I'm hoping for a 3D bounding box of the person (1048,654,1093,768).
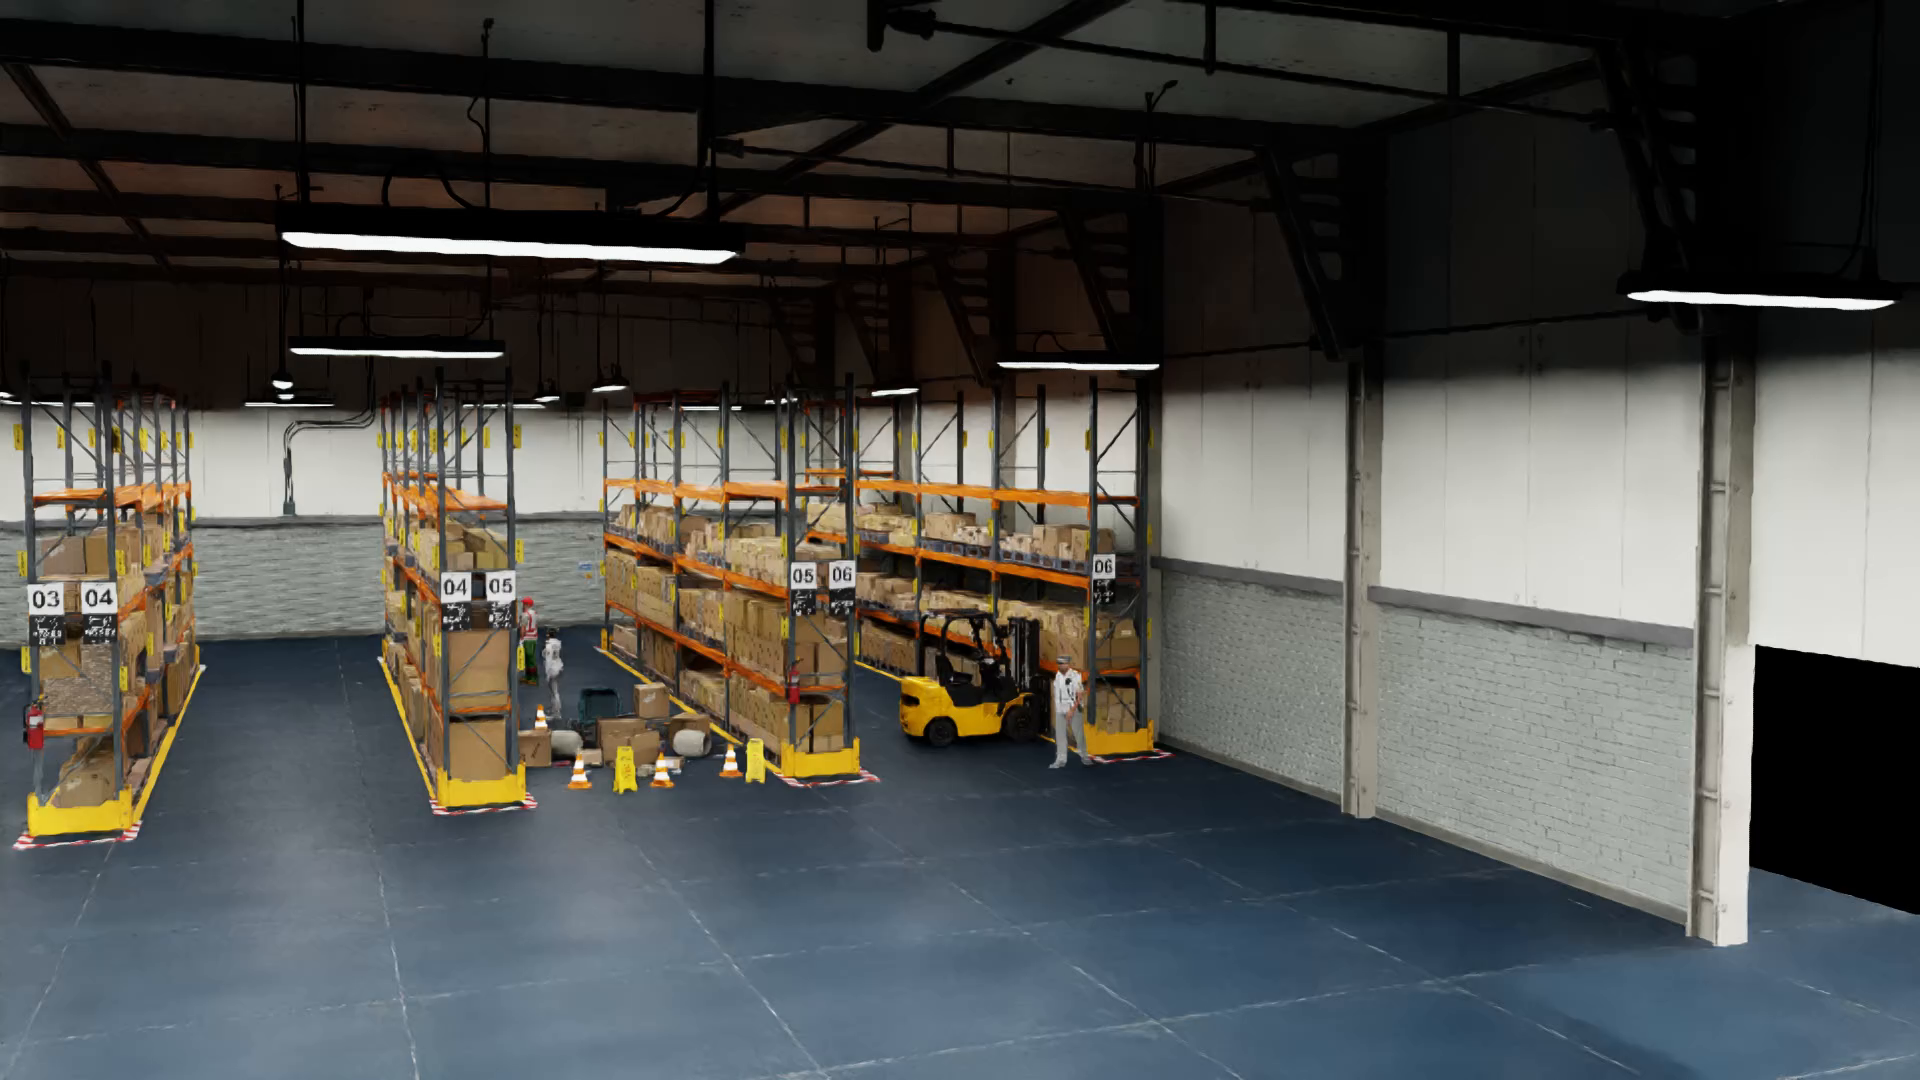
[{"bbox_3d":[1.687,2.600,25.450,0.570,1.739,0.721,3,4,38],"label":"person"}]

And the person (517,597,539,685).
[{"bbox_3d":[-8.864,2.048,34.046,0.569,1.786,0.653,0,3,8],"label":"person"}]

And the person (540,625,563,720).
[{"bbox_3d":[-7.343,2.363,29.786,0.459,1.676,0.524,1,3,9],"label":"person"}]
